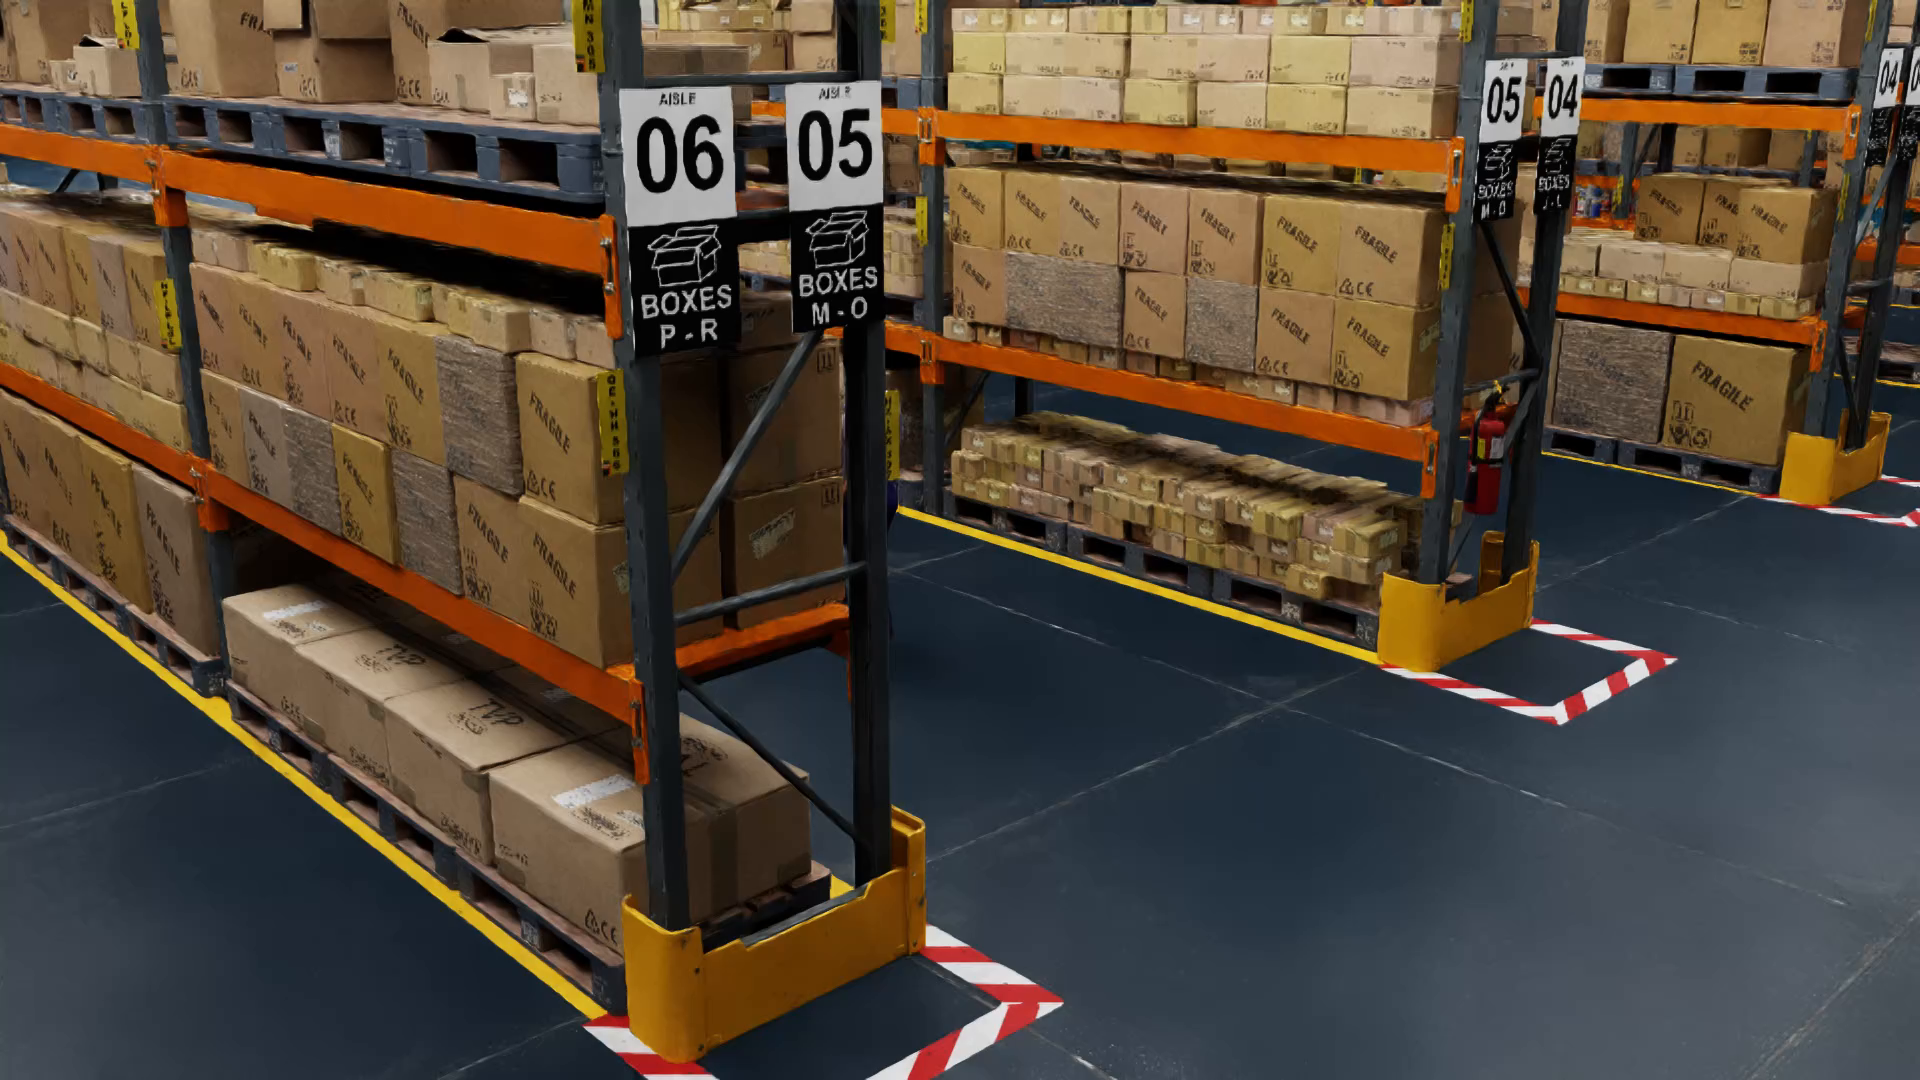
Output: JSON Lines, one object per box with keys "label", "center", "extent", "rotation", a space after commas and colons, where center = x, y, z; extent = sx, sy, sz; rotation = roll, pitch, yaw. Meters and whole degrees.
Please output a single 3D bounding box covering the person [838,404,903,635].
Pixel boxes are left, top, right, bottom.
{"label": "person", "center": [-0.582, -0.210, 9.315], "extent": [0.560, 1.646, 0.709], "rotation": [-15, 23, -40]}
